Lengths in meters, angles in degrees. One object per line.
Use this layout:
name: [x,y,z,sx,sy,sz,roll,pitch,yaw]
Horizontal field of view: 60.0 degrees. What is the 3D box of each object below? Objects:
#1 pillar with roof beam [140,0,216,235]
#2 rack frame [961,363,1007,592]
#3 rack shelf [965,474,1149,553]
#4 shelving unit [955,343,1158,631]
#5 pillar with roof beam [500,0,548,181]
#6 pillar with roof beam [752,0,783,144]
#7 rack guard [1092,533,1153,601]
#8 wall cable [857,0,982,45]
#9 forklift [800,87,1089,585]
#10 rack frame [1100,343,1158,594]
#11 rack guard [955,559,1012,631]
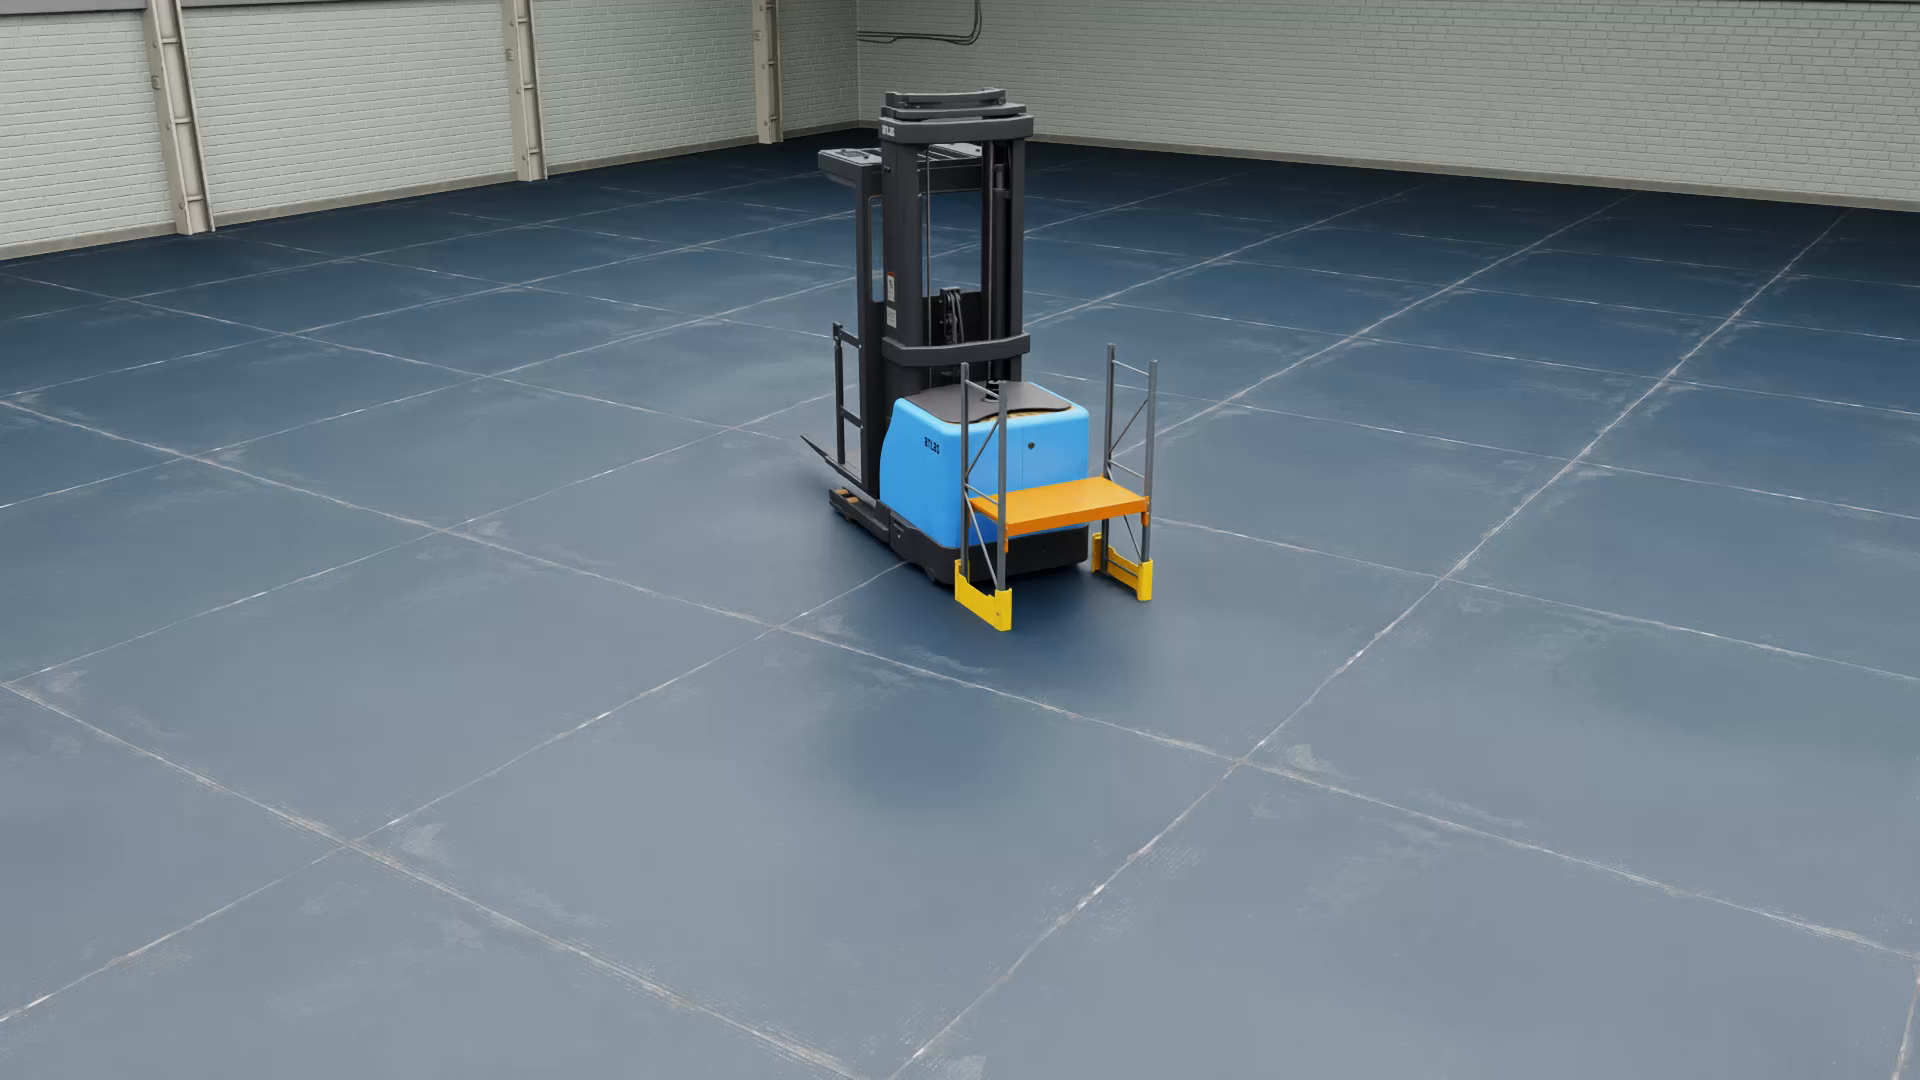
pillar with roof beam: [-6.819,-7.569,18.756,9.100,9.000,0.400,13,24,32]
rack frame: [0.135,-0.259,9.802,0.032,1.500,0.500,-10,23,-26]
rack shelf: [0.584,-0.173,10.088,1.000,0.185,0.538,-10,23,-26]
shelving unit: [0.576,-0.340,10.022,1.083,1.500,0.587,-10,23,-26]
pillar with roof beam: [-3.446,-9.290,23.410,9.100,9.000,0.400,13,24,32]
pillar with roof beam: [-0.074,-11.012,28.064,9.100,9.000,0.400,13,24,32]
rack guard: [1.015,0.165,10.459,0.087,0.250,0.587,-10,23,-26]
wall cable: [-0.884,-10.982,32.460,3.097,2.526,0.112,13,24,32]
forklift: [-0.272,-1.569,11.282,1.130,2.935,3.031,-10,22,-24]
rack frame: [1.033,-0.425,10.250,0.032,1.500,0.500,-10,23,-26]
rack guard: [0.136,0.327,10.020,0.087,0.250,0.587,-10,23,-26]
